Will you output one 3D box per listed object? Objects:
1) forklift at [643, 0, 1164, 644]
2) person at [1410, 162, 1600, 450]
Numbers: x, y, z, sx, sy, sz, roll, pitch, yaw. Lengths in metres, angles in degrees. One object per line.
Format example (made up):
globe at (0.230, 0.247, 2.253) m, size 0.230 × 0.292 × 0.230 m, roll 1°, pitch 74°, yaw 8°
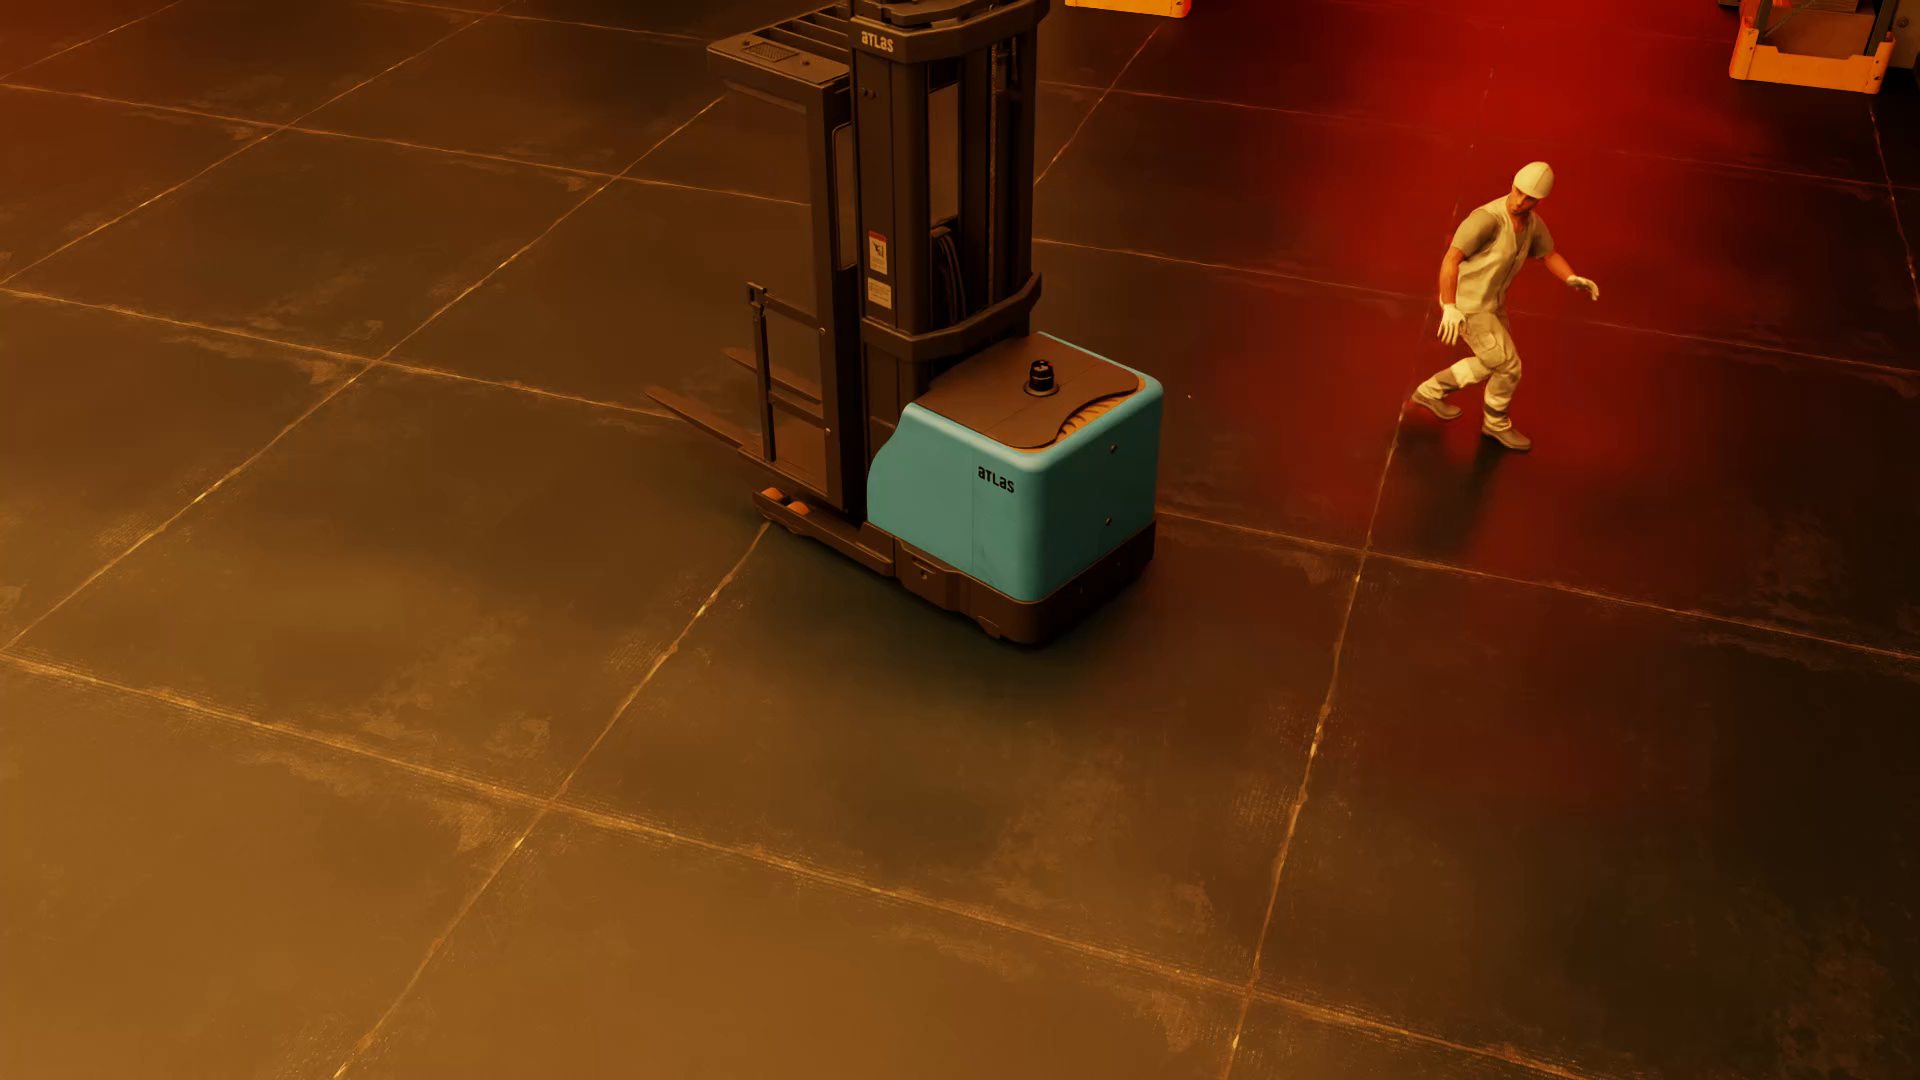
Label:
forklift at (-0.455, -1.431, 8.129) m, size 3.031 × 2.935 × 1.130 m, roll 27°, pitch 44°, yaw 33°
person at (2.914, -1.212, 8.939) m, size 0.855 × 1.643 × 0.894 m, roll 24°, pitch 42°, yaw 30°
